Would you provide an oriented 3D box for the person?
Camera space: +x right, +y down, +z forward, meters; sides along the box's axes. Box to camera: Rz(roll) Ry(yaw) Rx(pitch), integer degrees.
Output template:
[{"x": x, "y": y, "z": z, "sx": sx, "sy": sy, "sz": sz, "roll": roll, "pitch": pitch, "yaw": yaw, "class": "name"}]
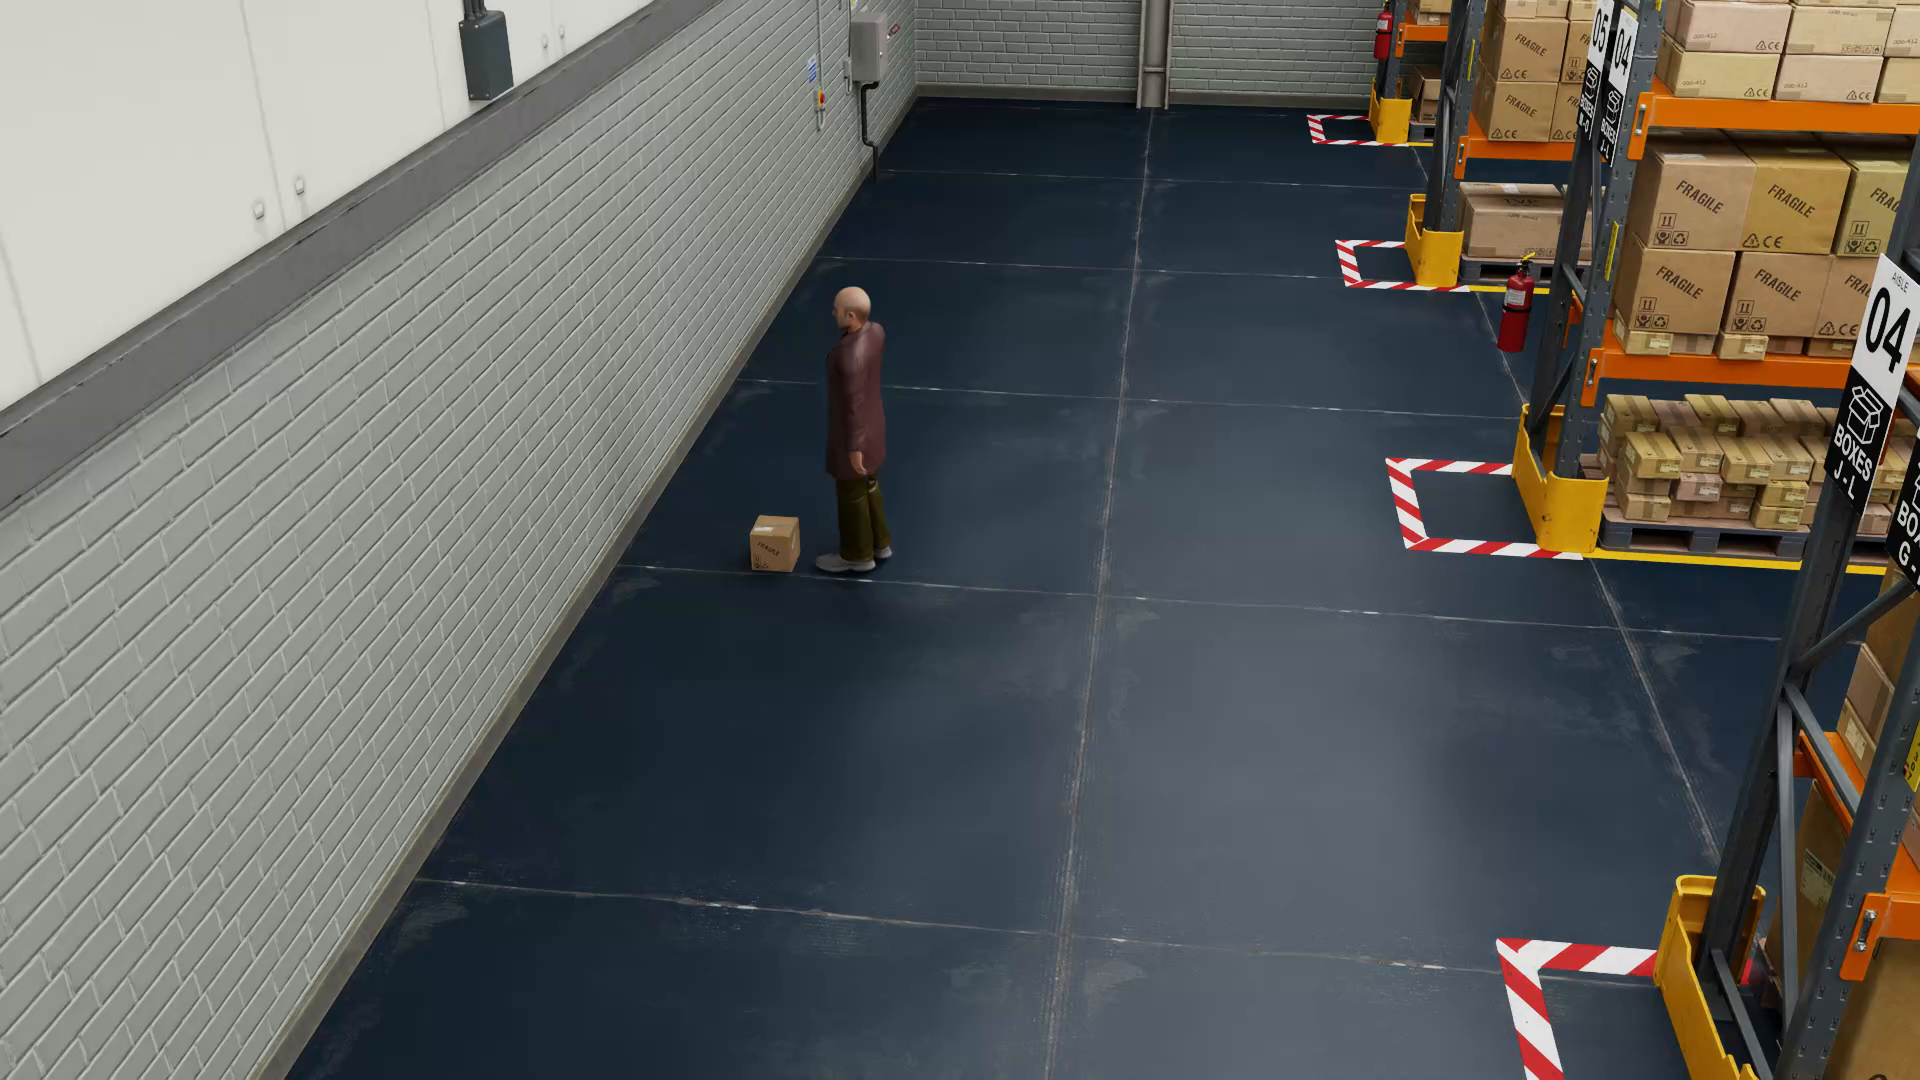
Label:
[{"x": -0.646, "y": -0.659, "z": 9.824, "sx": 0.441, "sy": 1.795, "sz": 0.672, "roll": 7, "pitch": 29, "yaw": 13, "class": "person"}]
